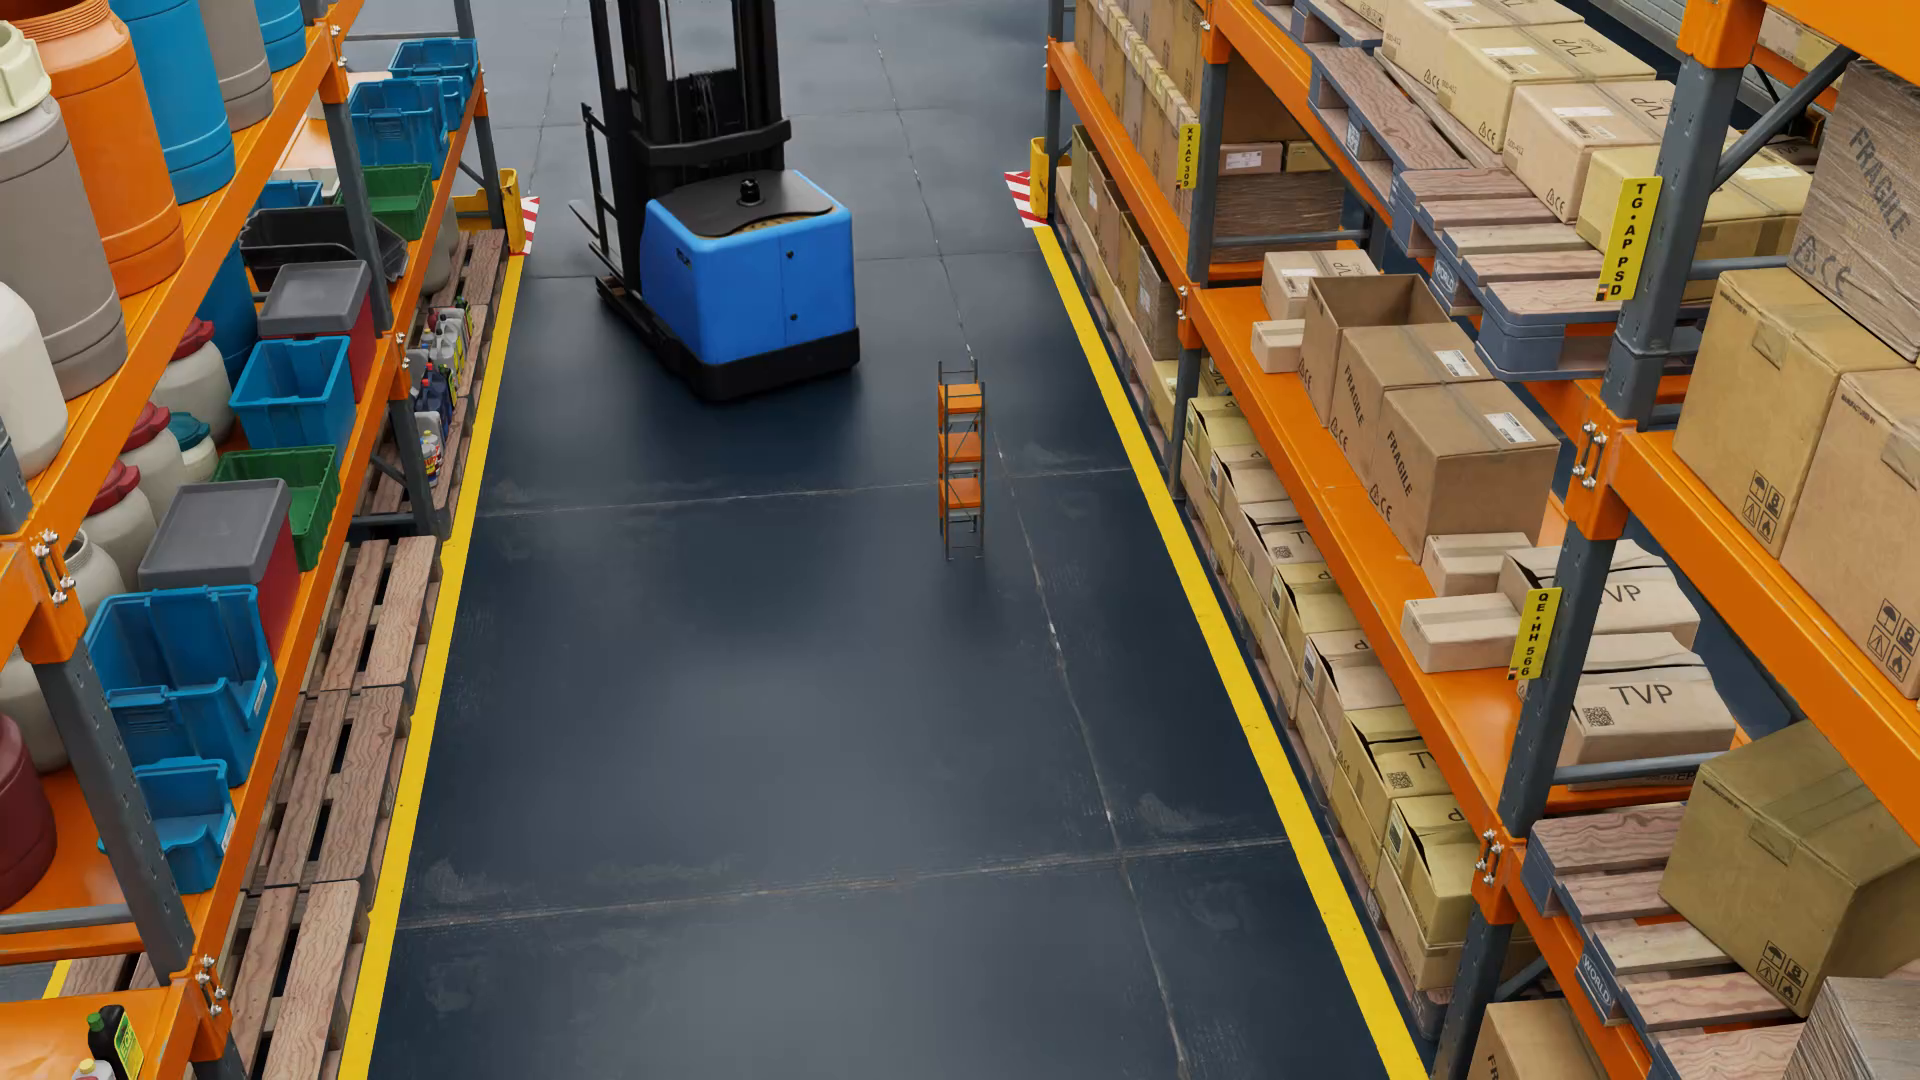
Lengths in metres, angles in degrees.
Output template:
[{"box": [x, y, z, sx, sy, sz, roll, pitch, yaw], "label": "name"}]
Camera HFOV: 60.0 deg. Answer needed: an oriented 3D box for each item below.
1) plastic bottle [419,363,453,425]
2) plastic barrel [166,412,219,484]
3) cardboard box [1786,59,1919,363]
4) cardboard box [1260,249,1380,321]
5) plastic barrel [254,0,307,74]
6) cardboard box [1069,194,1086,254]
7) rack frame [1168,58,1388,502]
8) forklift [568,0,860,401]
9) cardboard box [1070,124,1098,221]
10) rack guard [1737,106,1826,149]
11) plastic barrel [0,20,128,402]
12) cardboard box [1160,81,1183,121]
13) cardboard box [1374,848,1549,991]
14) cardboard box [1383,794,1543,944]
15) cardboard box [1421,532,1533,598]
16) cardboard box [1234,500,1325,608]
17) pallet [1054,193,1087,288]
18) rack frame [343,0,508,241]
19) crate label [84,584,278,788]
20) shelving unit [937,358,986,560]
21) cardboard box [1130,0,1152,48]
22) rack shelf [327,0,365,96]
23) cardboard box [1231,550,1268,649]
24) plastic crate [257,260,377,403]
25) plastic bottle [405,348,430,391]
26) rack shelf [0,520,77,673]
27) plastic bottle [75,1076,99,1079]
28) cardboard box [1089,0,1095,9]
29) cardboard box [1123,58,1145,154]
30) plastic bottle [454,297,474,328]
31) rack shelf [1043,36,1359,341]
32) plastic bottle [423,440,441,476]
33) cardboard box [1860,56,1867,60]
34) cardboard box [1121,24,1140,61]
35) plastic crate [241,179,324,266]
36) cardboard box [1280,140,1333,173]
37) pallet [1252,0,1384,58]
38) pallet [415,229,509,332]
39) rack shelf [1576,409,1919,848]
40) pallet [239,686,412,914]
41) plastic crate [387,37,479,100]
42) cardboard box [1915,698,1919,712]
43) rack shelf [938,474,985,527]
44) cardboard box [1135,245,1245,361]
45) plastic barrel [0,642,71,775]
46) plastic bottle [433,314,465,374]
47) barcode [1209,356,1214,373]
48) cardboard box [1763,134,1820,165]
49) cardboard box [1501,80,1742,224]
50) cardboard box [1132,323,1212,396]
[{"box": [-2.968, -0.826, 9.388, 0.144, 0.351, 0.185, -6, 35, -8], "label": "plastic bottle"}, {"box": [-3.219, -0.344, 6.843, 0.301, 0.262, 0.301, 0, 34, 0], "label": "plastic barrel"}, {"box": [2.254, -0.743, 3.664, 0.500, 0.500, 0.500, -4, 35, -6], "label": "cardboard box"}, {"box": [1.774, -1.191, 8.096, 0.500, 0.250, 0.500, -2, 34, -3], "label": "cardboard box"}, {"box": [-2.961, -2.331, 6.527, 0.600, 0.901, 0.708, -4, 35, -6], "label": "plastic barrel"}, {"box": [1.049, -2.199, 11.511, 0.500, 0.250, 0.500, -4, 35, -6], "label": "cardboard box"}, {"box": [1.664, -1.525, 8.452, 1.000, 3.000, 0.127, -4, 35, -6], "label": "rack frame"}, {"box": [-1.801, -2.850, 10.458, 1.130, 2.935, 3.031, -18, 38, -24], "label": "forklift"}, {"box": [1.047, -2.509, 11.299, 0.500, 0.500, 0.500, -4, 35, -6], "label": "cardboard box"}, {"box": [6.044, -3.059, 12.923, 1.175, 0.500, 0.348, -4, 35, -6], "label": "rack guard"}, {"box": [-2.602, -0.841, 4.340, 0.600, 0.901, 0.600, 0, 34, 0], "label": "plastic barrel"}, {"box": [1.310, -2.400, 9.072, 0.380, 0.149, 0.250, -4, 35, -6], "label": "cardboard box"}, {"box": [1.890, 1.395, 6.237, 0.500, 0.250, 0.500, -4, 34, -5], "label": "cardboard box"}, {"box": [1.887, 1.165, 6.076, 0.500, 0.311, 0.500, -3, 34, -5], "label": "cardboard box"}, {"box": [1.975, 0.104, 6.286, 0.380, 0.149, 0.250, -2, 34, -3], "label": "cardboard box"}, {"box": [1.606, 0.024, 7.750, 0.500, 0.311, 0.500, -5, 35, -8], "label": "cardboard box"}, {"box": [1.270, -2.181, 11.891, 1.003, 0.211, 1.213, -4, 35, -6], "label": "pallet"}, {"box": [-3.783, -3.384, 11.180, 1.000, 3.000, 0.127, -4, 35, -6], "label": "rack frame"}, {"box": [-2.573, 0.491, 5.463, 0.502, 0.435, 0.616, -4, 35, -6], "label": "crate label"}, {"box": [0.007, -0.404, 8.539, 0.215, 1.050, 0.252, -4, 35, -6], "label": "shelving unit"}, {"box": [1.395, -3.189, 9.654, 0.700, 0.500, 0.500, -4, 35, -6], "label": "cardboard box"}, {"box": [-3.514, -3.210, 8.900, 1.077, 0.370, 4.000, -4, 35, -6], "label": "rack shelf"}, {"box": [1.613, 0.256, 7.908, 0.500, 0.250, 0.500, -5, 35, -8], "label": "cardboard box"}, {"box": [-2.877, -0.931, 7.524, 0.402, 0.464, 0.583, -4, 35, -6], "label": "plastic crate"}, {"box": [-3.168, -1.007, 9.721, 0.152, 0.276, 0.135, -4, 35, -6], "label": "plastic bottle"}, {"box": [-2.438, 1.254, 2.350, 1.077, 0.370, 4.000, -4, 35, -6], "label": "rack shelf"}, {"box": [-2.199, 1.451, 4.189, 0.061, 0.283, 0.133, -4, 35, -6], "label": "plastic bottle"}, {"box": [1.036, -3.544, 10.751, 0.380, 0.149, 0.250, -4, 35, -6], "label": "cardboard box"}, {"box": [1.387, -2.673, 10.048, 0.700, 0.500, 0.500, -3, 34, -5], "label": "cardboard box"}, {"box": [-3.101, -1.417, 10.389, 0.097, 0.201, 0.097, 0, 34, 0], "label": "plastic bottle"}, {"box": [1.395, -2.343, 10.292, 1.077, 0.370, 4.000, -4, 35, -6], "label": "rack shelf"}, {"box": [-2.867, -0.445, 8.962, 0.097, 0.201, 0.097, 0, 34, 0], "label": "plastic bottle"}, {"box": [6.002, -3.248, 10.431, 0.500, 0.500, 0.500, -3, 34, -5], "label": "cardboard box"}, {"box": [1.171, -2.973, 9.913, 0.380, 0.149, 0.250, -4, 34, -6], "label": "cardboard box"}, {"box": [-3.663, -1.687, 8.823, 0.499, 0.251, 0.616, -4, 35, -6], "label": "plastic crate"}, {"box": [1.820, -1.999, 8.483, 0.380, 0.149, 0.250, -4, 35, -6], "label": "cardboard box"}, {"box": [1.795, -2.194, 6.941, 0.805, 0.209, 1.217, -6, 35, -8], "label": "pallet"}, {"box": [-3.622, -1.739, 11.243, 1.003, 0.211, 1.213, -4, 35, -6], "label": "pallet"}, {"box": [2.471, 0.881, 2.897, 1.077, 0.370, 4.000, -4, 35, -6], "label": "rack shelf"}, {"box": [-2.933, 1.118, 7.050, 1.003, 0.211, 1.213, -4, 35, -6], "label": "pallet"}, {"box": [-3.419, -3.066, 10.845, 0.499, 0.251, 0.616, -4, 35, -6], "label": "plastic crate"}, {"box": [2.433, 0.242, 3.107, 0.910, 0.500, 0.500, -4, 35, -6], "label": "cardboard box"}, {"box": [0.007, -0.166, 8.702, 0.215, 0.259, 0.240, -4, 35, -6], "label": "rack shelf"}, {"box": [1.329, -1.394, 9.663, 0.500, 0.500, 0.500, -4, 35, -6], "label": "cardboard box"}, {"box": [-3.057, 0.477, 5.416, 0.421, 0.512, 0.421, 0, 34, 0], "label": "plastic barrel"}, {"box": [-3.050, -1.167, 9.889, 0.144, 0.351, 0.185, -3, 34, -4], "label": "plastic bottle"}, {"box": [1.286, -0.896, 8.507, 0.001, 0.075, 0.075, -4, 35, -6], "label": "barcode"}, {"box": [6.038, -2.812, 12.338, 0.500, 0.311, 0.500, -8, 35, -12], "label": "cardboard box"}, {"box": [1.997, -1.184, 5.049, 0.500, 0.250, 0.500, -3, 34, -5], "label": "cardboard box"}, {"box": [1.328, -1.084, 9.874, 0.500, 0.250, 0.500, -4, 35, -6], "label": "cardboard box"}]
